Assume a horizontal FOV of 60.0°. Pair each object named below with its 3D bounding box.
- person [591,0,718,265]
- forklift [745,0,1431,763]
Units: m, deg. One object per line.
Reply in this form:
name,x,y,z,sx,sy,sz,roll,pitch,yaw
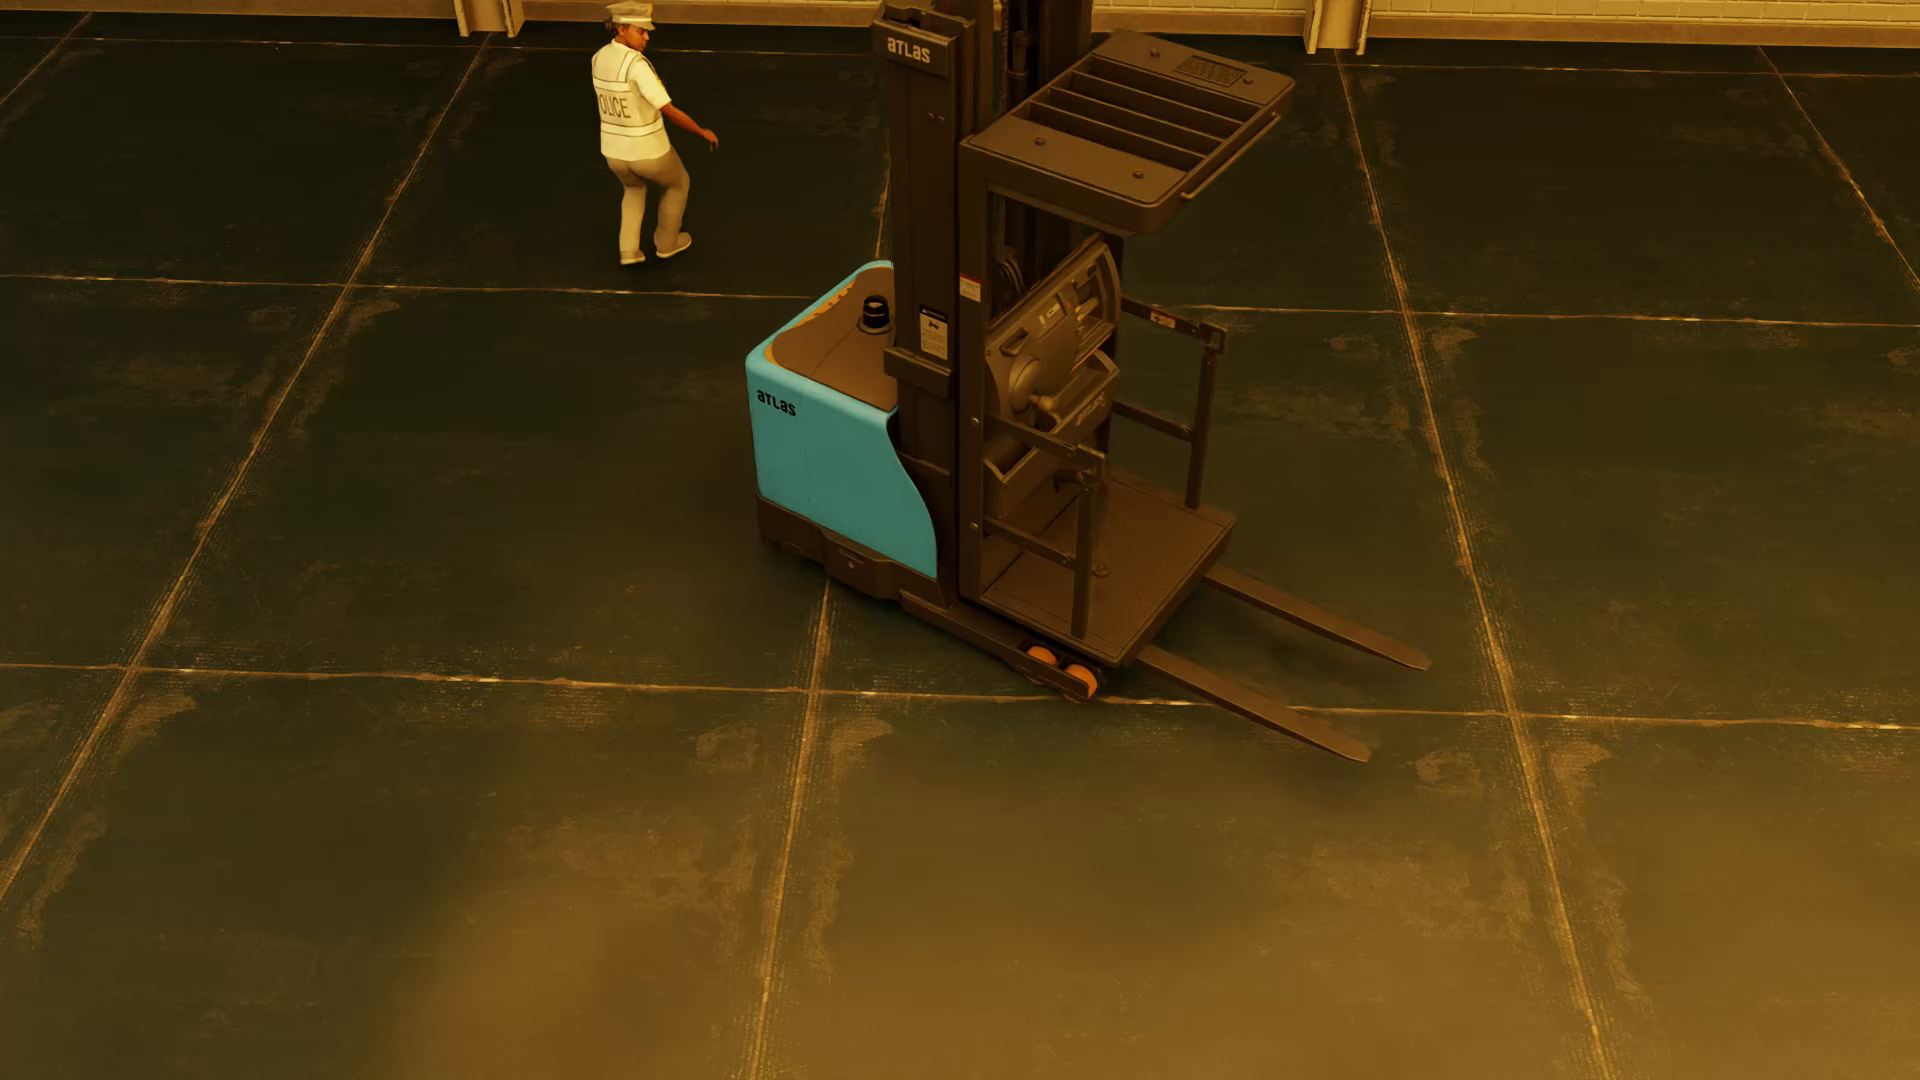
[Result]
person,-1.681,-2.250,9.223,0.760,1.564,0.748,18,46,19
forklift,0.555,-0.794,6.612,3.031,2.935,1.130,25,48,25
